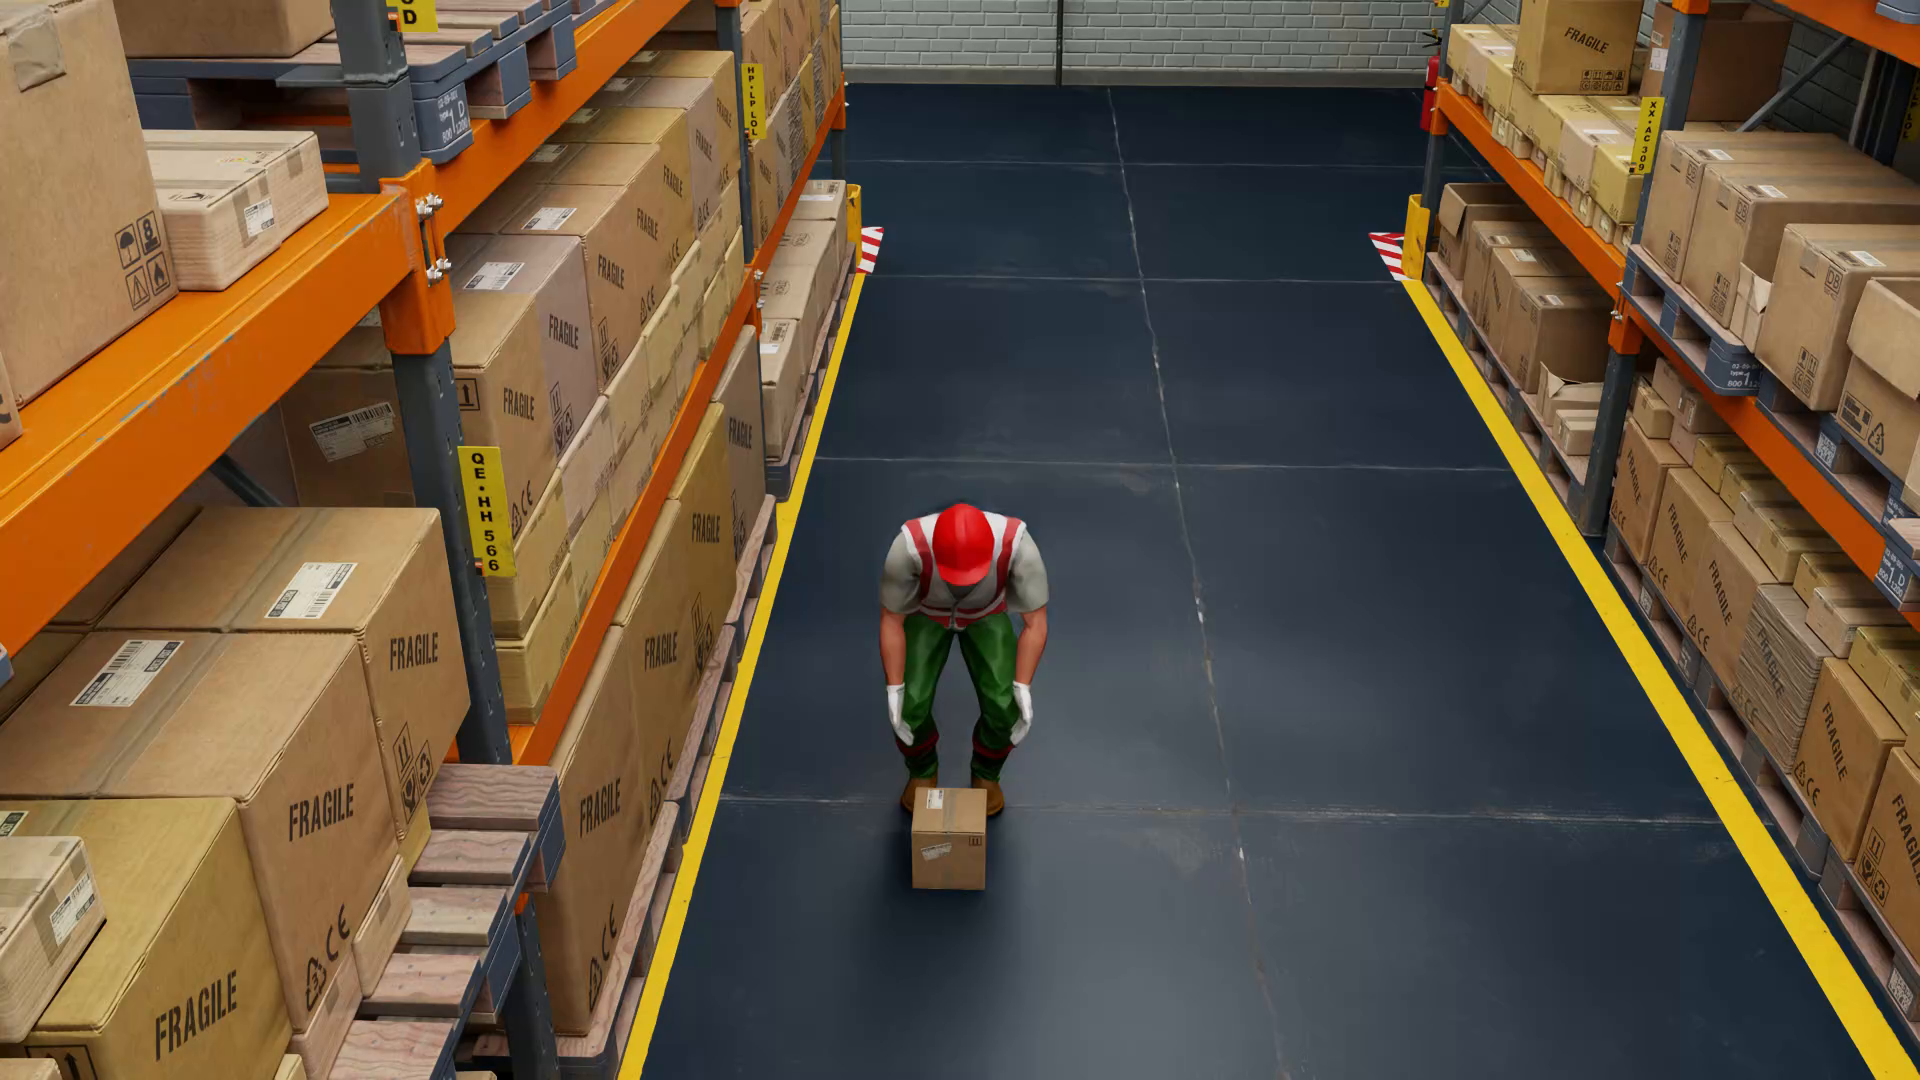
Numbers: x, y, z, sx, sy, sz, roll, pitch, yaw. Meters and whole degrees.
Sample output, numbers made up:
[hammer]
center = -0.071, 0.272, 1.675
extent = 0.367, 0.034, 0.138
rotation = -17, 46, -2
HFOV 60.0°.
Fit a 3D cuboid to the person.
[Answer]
[person]
center = 0.001, 0.596, 5.914
extent = 0.566, 0.908, 0.885
rotation = 1, 28, 2
